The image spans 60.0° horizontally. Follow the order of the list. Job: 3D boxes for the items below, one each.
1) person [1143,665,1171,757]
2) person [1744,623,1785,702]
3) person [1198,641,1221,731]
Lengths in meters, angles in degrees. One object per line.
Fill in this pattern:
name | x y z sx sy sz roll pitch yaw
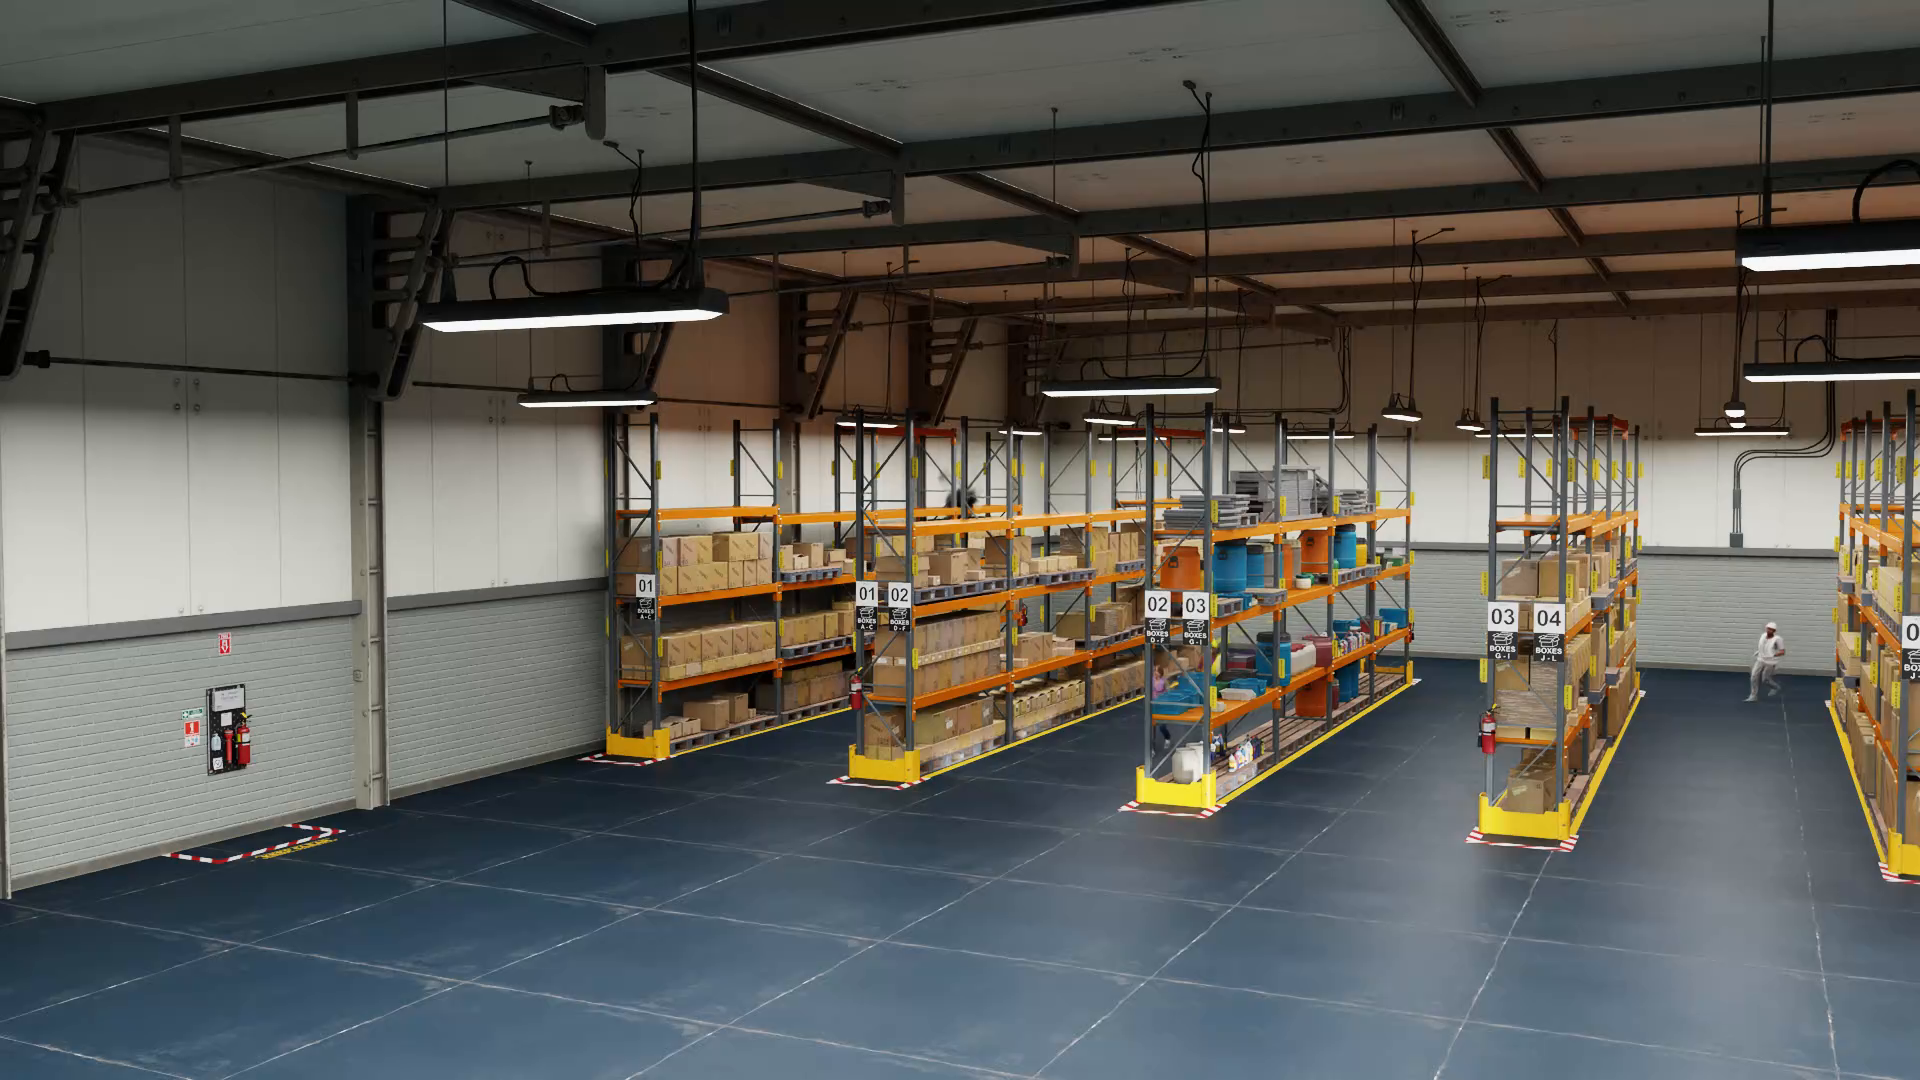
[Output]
person | 3.458 2.973 29.122 0.545 1.575 0.853 1 3 25
person | 17.424 2.635 35.797 0.850 1.743 0.728 -1 3 -25
person | 4.908 2.795 32.094 0.683 1.726 0.770 1 3 28
